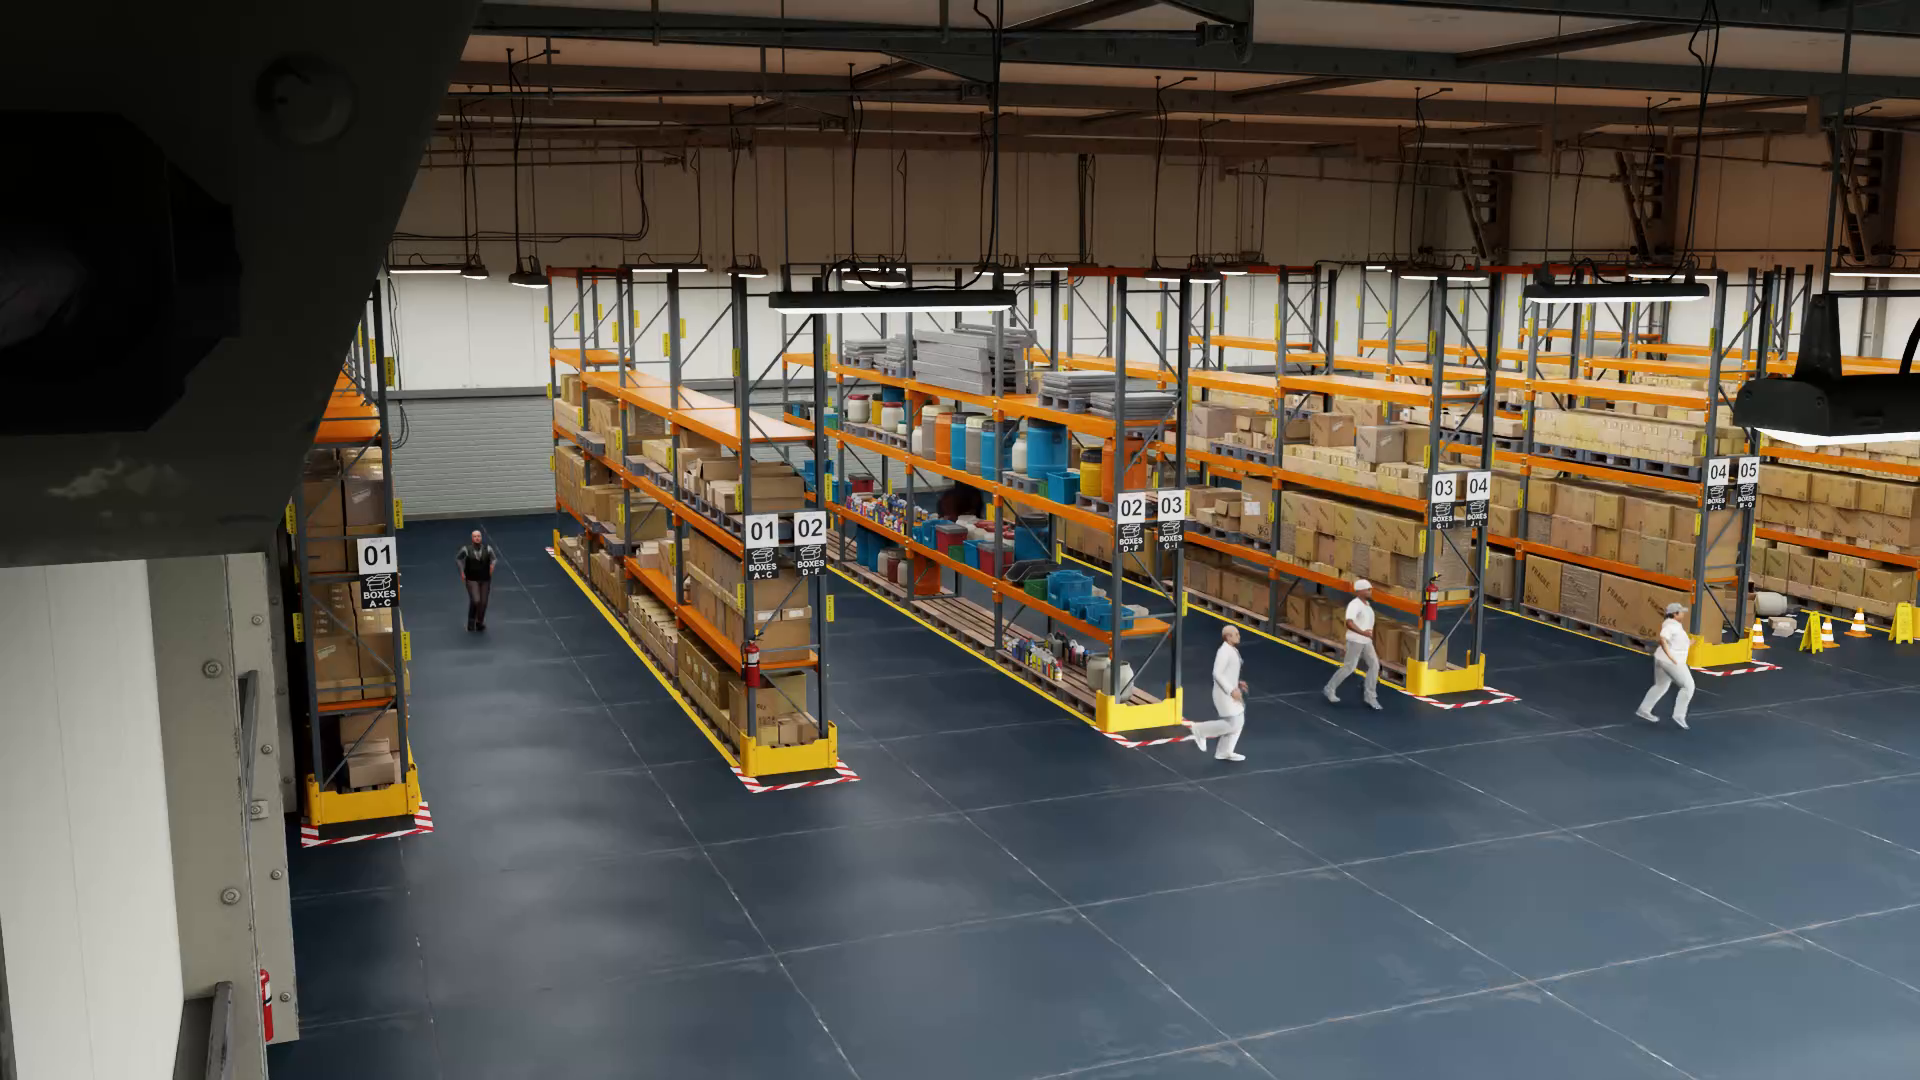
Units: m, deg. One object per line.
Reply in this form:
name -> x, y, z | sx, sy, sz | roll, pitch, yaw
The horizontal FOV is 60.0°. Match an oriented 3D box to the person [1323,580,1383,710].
person -> 5.620, 1.444, 23.345 | 0.835, 1.785, 0.758 | 7, 12, 35

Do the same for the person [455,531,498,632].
person -> -8.028, 0.690, 27.767 | 0.661, 1.708, 0.677 | -6, 11, -29

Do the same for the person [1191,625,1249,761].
person -> 3.253, 1.906, 20.784 | 0.675, 1.727, 0.704 | 3, 10, 15

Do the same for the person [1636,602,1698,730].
person -> 9.501, 1.687, 22.274 | 0.752, 1.728, 0.584 | 1, 10, 4
